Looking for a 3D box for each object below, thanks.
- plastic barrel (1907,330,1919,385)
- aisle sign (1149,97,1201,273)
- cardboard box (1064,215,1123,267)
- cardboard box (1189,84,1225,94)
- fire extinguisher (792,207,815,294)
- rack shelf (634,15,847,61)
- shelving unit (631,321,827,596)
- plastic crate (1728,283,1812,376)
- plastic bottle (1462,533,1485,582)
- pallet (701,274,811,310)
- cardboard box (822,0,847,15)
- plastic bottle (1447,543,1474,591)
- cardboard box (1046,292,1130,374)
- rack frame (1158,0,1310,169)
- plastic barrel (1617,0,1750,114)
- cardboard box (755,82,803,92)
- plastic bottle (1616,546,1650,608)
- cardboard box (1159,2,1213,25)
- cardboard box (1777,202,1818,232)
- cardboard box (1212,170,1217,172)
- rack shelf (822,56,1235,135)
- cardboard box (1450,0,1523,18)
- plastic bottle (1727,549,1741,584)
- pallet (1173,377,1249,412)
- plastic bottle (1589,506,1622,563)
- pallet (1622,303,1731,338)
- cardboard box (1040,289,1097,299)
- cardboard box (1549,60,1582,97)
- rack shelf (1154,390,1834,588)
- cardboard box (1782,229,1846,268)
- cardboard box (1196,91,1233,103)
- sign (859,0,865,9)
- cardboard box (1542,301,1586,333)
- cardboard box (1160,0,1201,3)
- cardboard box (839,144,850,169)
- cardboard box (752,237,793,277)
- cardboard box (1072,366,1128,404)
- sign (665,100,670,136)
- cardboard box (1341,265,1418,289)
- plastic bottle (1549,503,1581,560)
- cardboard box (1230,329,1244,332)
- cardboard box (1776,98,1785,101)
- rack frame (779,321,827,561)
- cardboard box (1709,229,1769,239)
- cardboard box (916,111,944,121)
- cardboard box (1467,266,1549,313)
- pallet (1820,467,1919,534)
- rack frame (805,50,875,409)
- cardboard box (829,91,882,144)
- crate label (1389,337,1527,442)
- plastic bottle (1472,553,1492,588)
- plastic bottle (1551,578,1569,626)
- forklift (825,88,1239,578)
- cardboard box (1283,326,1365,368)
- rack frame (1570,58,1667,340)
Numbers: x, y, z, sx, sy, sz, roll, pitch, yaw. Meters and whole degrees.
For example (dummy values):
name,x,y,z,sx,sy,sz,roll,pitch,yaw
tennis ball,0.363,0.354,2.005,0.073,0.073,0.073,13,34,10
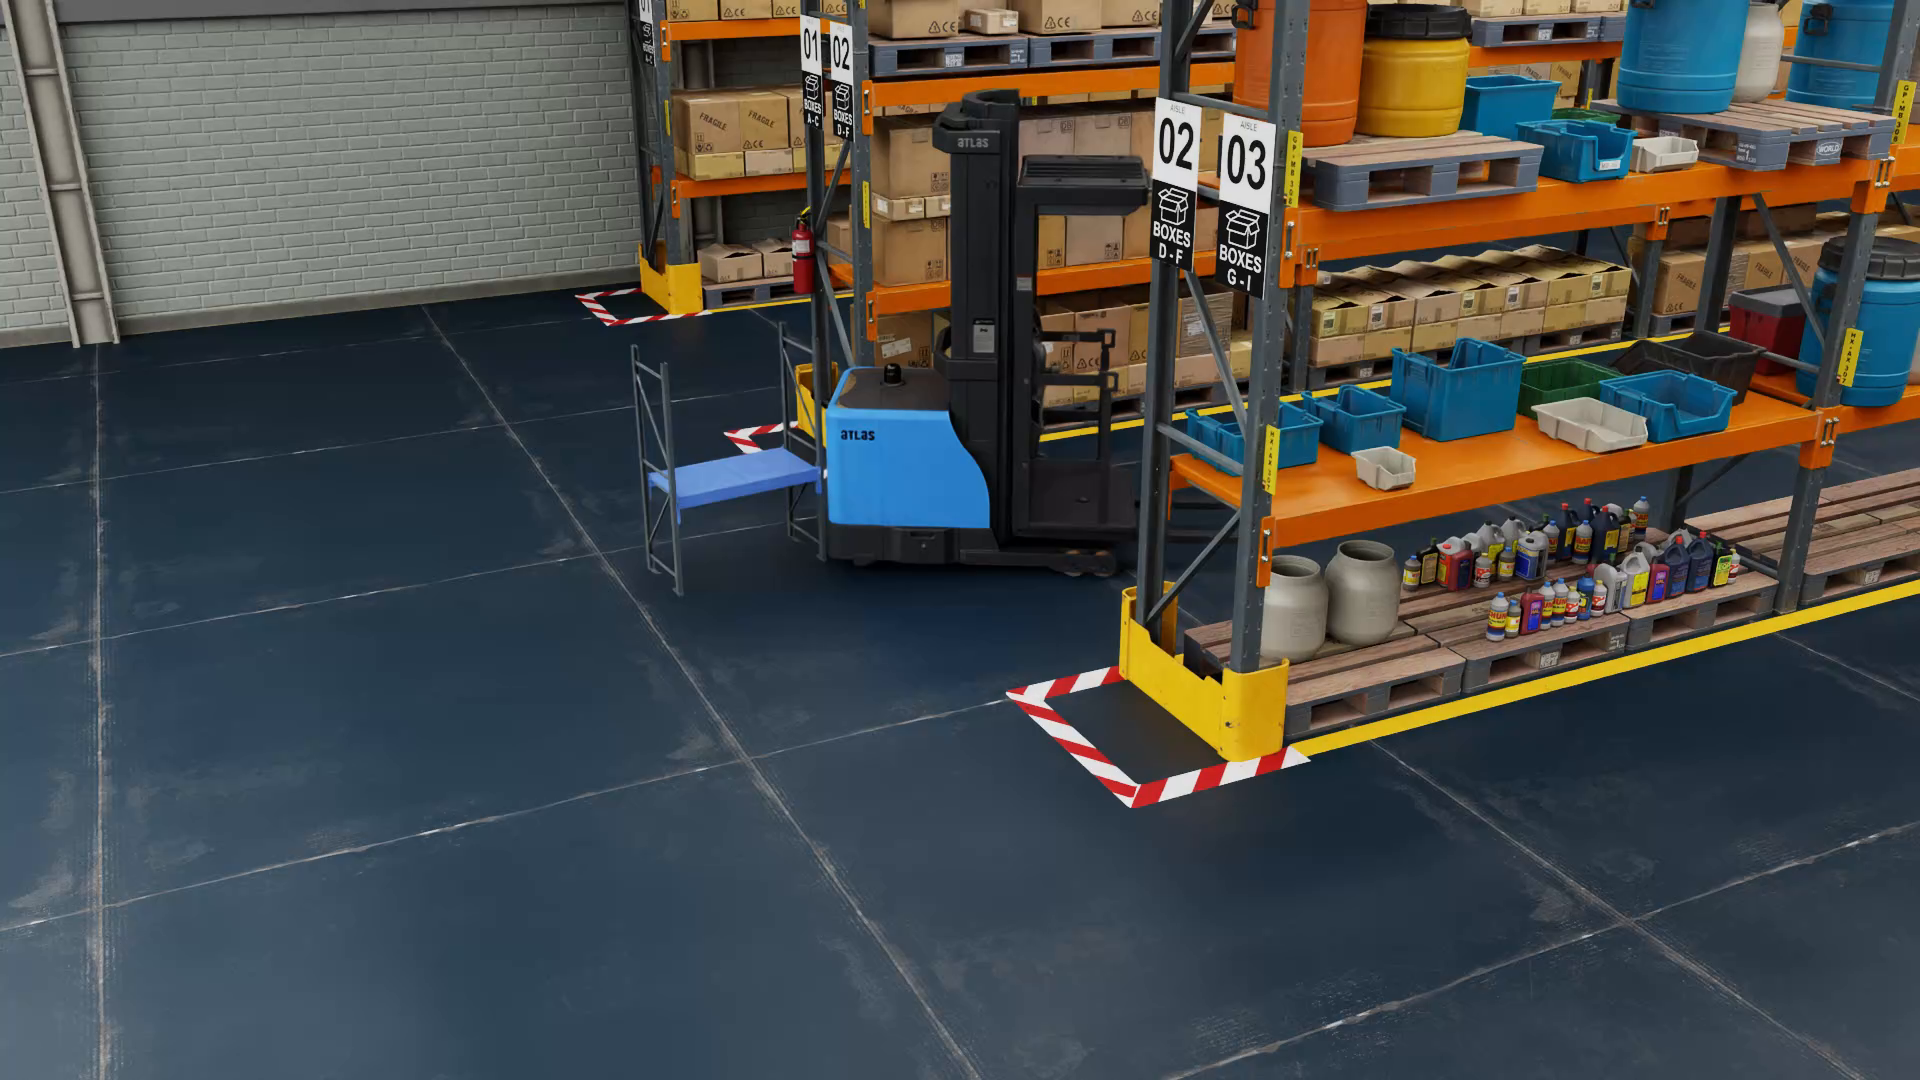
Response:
name,x,y,z,sx,sy,sz,roll,pitch,yaw
plastic barrel,5.801,-1.251,10.173,0.433,0.535,0.433,0,22,0
aisle sign,1.046,-1.734,8.117,0.004,0.787,0.394,-10,25,-24
cardboard box,0.915,-2.527,13.301,0.500,0.500,0.700,-10,24,-22
cardboard box,2.619,-5.137,19.032,0.500,0.500,0.700,-10,25,-24
fire extinguisher,-1.213,-2.254,12.875,0.183,0.674,0.296,-10,25,-24
rack shelf,-1.255,-5.241,17.009,4.000,0.370,1.077,-10,25,-24
shelving unit,-1.451,-0.533,10.577,1.048,1.500,0.538,-14,26,-30
plastic crate,5.148,-1.321,10.435,0.583,0.464,0.402,-10,25,-24
plastic bottle,3.069,0.102,10.067,0.135,0.276,0.152,-11,25,-25
pallet,-2.241,-2.703,17.504,1.213,0.211,1.003,-10,25,-24
cardboard box,-1.208,-5.527,16.602,0.500,0.500,0.500,-9,24,-20
plastic bottle,2.990,0.158,9.922,0.133,0.283,0.061,-10,25,-24
cardboard box,1.027,-1.680,13.452,0.500,0.500,0.500,-10,25,-24
rack frame,1.240,-3.214,7.248,0.127,3.000,1.000,-10,25,-24
plastic barrel,3.901,-2.789,8.939,0.708,0.901,0.600,-10,25,-24
cardboard box,-1.803,-4.461,17.295,0.500,0.500,0.500,-11,25,-25
plastic bottle,3.925,0.207,9.717,0.185,0.351,0.144,-11,25,-24
cardboard box,1.731,-4.047,12.780,0.250,0.149,0.380,-10,25,-24
cardboard box,8.465,-3.373,17.189,0.500,0.250,0.500,-10,25,-24
cardboard box,2.088,-2.955,13.489,0.250,0.149,0.380,-11,25,-25
rack shelf,0.897,-3.535,12.886,4.000,0.370,1.077,-10,25,-24
cardboard box,4.448,-4.620,14.214,0.500,0.250,0.500,-13,26,-28
plastic bottle,4.652,0.152,10.045,0.097,0.201,0.097,0,22,0
pallet,1.964,-1.407,14.374,1.213,0.211,1.003,-10,25,-24
plastic bottle,3.999,-0.044,10.323,0.185,0.351,0.144,-10,25,-24
pallet,6.992,-2.299,16.528,1.213,0.211,1.003,-10,25,-24
cardboard box,0.795,-1.865,13.898,0.500,0.500,0.500,-10,25,-24
cardboard box,7.449,-5.876,20.978,0.500,0.500,0.500,-11,25,-24
rack shelf,3.042,-0.441,9.335,4.000,0.370,1.077,-10,25,-24
cardboard box,8.686,-2.846,16.896,0.500,0.500,0.500,-10,25,-23
cardboard box,2.302,-3.383,13.674,0.500,0.500,0.700,-10,25,-23
sign,-0.670,-3.784,11.301,0.005,0.325,0.100,-10,25,-24
cardboard box,5.472,-2.142,15.549,0.500,0.250,0.500,-11,25,-24
cardboard box,1.644,-4.334,13.262,0.500,0.311,0.500,-12,25,-26
cardboard box,-1.100,-4.024,17.220,0.500,0.250,0.500,-10,25,-23
cardboard box,-1.881,-2.995,17.505,0.500,0.311,0.500,-8,24,-19
cardboard box,1.027,-1.334,13.596,0.500,0.250,0.500,-10,25,-24
sign,-2.821,-4.069,16.027,0.005,0.325,0.100,-10,25,-24
cardboard box,3.856,-2.332,15.275,0.500,0.311,0.500,-11,25,-24
plastic bottle,3.767,-0.063,10.368,0.185,0.351,0.144,-12,25,-26
cardboard box,2.150,-1.764,14.636,0.500,0.250,0.500,-10,25,-24
cardboard box,8.342,-4.066,16.471,0.500,0.500,0.700,-18,29,-37
rack frame,-1.023,-0.638,10.830,0.032,1.500,0.500,-14,26,-30
cardboard box,7.981,-2.936,17.114,0.500,0.500,0.500,-11,25,-26
cardboard box,0.040,-2.966,12.667,0.500,0.500,0.700,-11,25,-25
cardboard box,5.017,-2.316,15.237,0.500,0.311,0.500,-11,25,-24
pallet,6.636,-0.165,11.372,1.213,0.211,1.003,-10,25,-24
rack frame,-0.905,-2.150,12.521,0.127,3.000,1.000,-10,25,-24
cardboard box,-1.118,-4.370,17.075,0.500,0.500,0.500,-10,24,-22
crate label,2.781,-0.857,9.352,0.616,0.435,0.502,-10,25,-24
plastic bottle,3.139,0.177,9.985,0.097,0.201,0.097,0,22,0
plastic bottle,3.408,0.349,9.478,0.097,0.271,0.097,0,22,0
forklift,0.677,-1.324,10.617,3.031,2.935,1.130,2,23,4
cardboard box,3.170,-1.718,14.525,0.500,0.250,0.500,-11,25,-25
rack frame,6.303,-3.477,15.727,0.127,3.000,1.000,-10,25,-24
